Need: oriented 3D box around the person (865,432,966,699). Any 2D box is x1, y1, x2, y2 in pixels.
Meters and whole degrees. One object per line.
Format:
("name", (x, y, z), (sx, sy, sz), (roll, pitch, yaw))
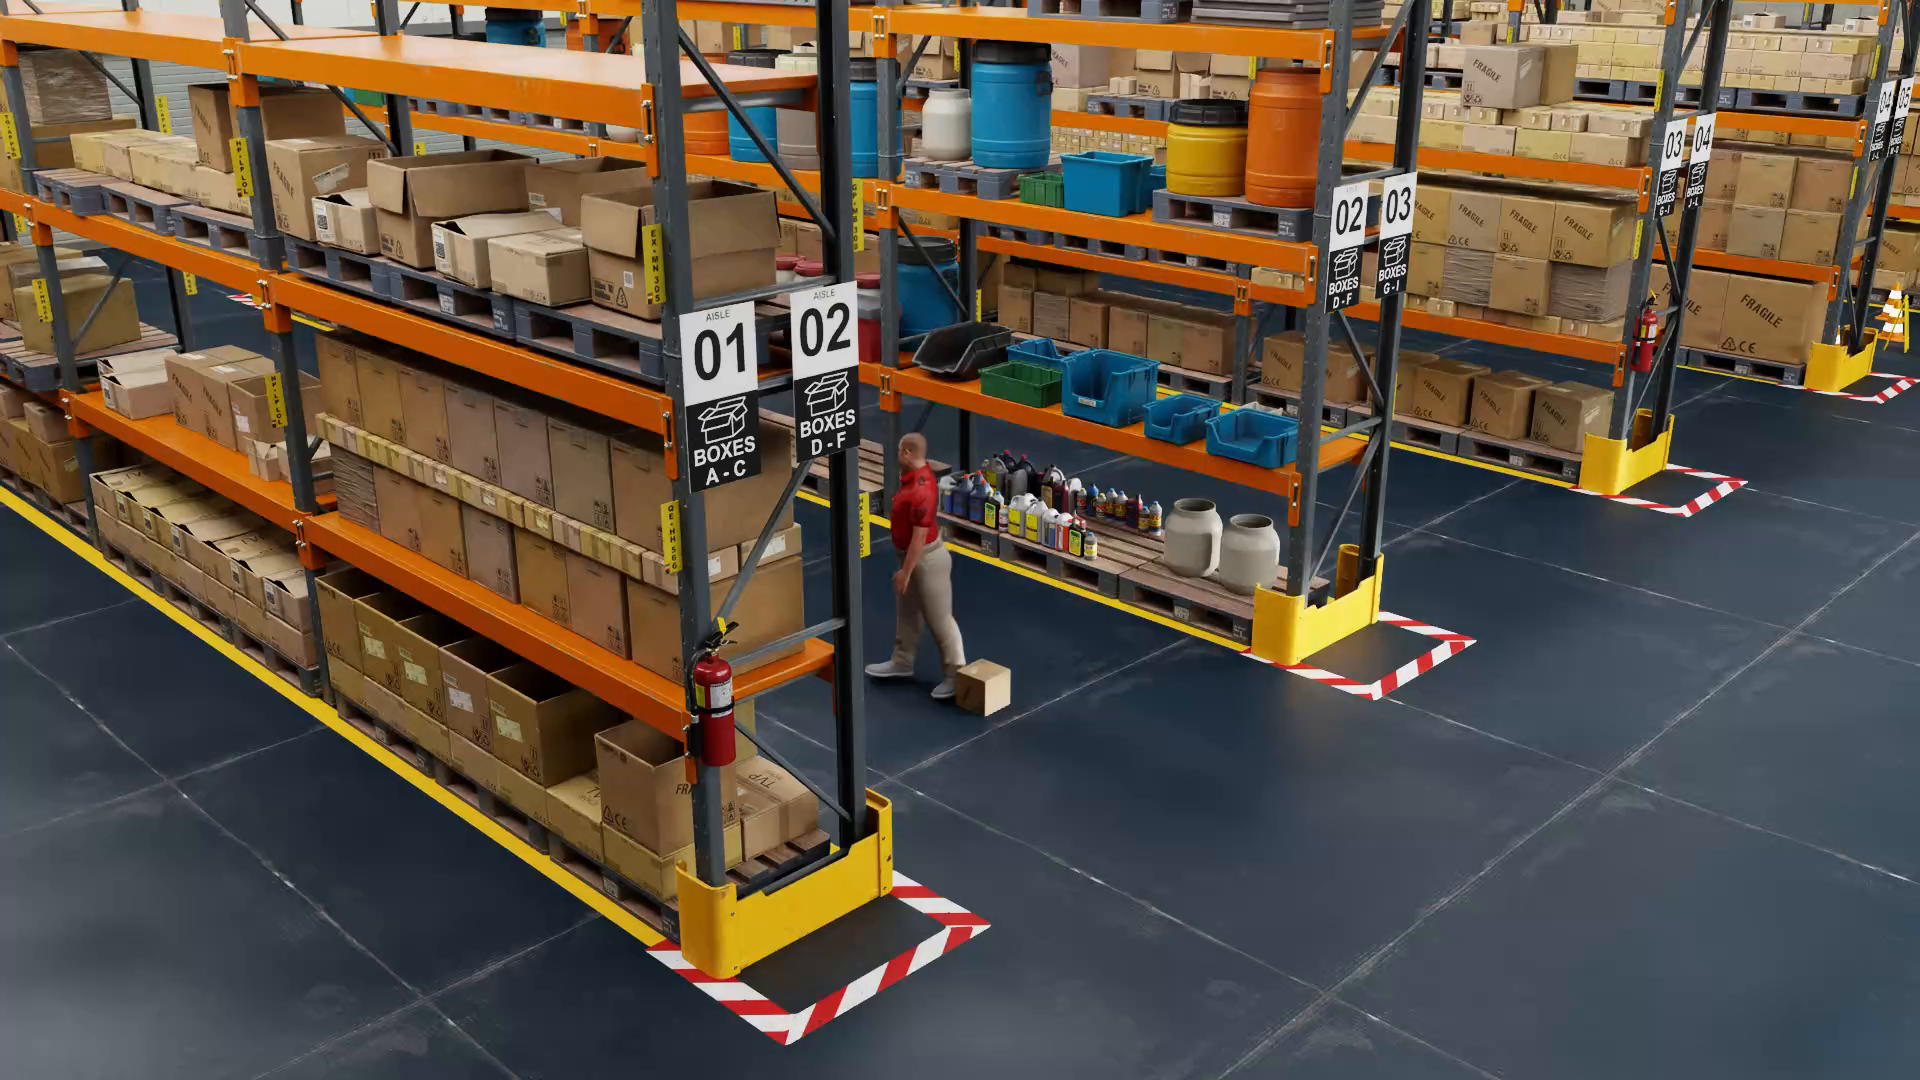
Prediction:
("person", (-0.290, 0.133, 10.687), (0.644, 1.712, 0.627), (-4, 21, -10))
